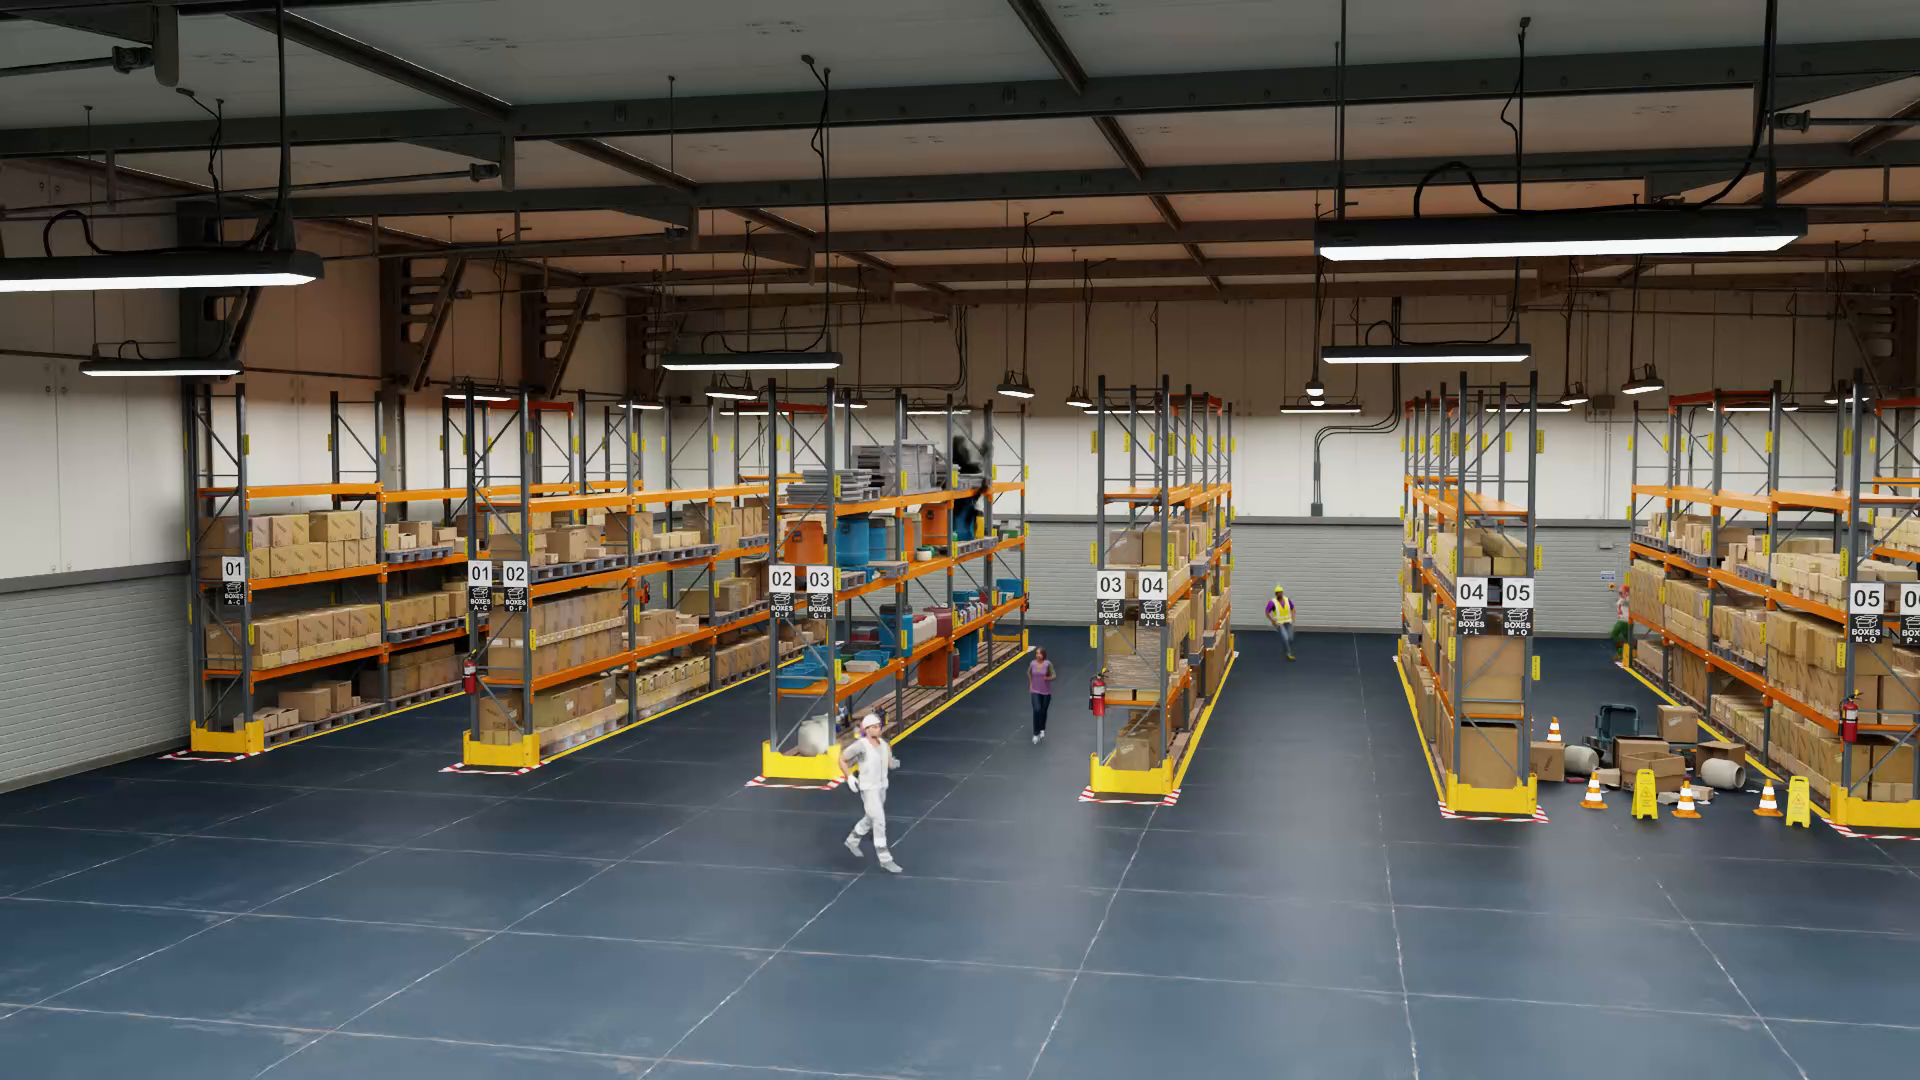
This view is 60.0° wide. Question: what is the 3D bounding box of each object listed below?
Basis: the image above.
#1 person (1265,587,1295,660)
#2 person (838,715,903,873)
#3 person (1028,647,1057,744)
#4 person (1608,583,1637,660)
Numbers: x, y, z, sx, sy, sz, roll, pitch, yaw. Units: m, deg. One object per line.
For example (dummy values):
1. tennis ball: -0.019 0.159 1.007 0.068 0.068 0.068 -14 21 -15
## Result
1. person: 7.479 1.932 38.826 0.743 1.711 0.603 0 3 -7
2. person: -1.030 2.953 19.613 0.980 1.786 0.659 2 4 37
3. person: 1.376 2.615 27.993 0.507 1.646 0.707 0 3 7
4. person: 15.464 1.901 38.753 0.694 1.825 0.653 1 4 22
